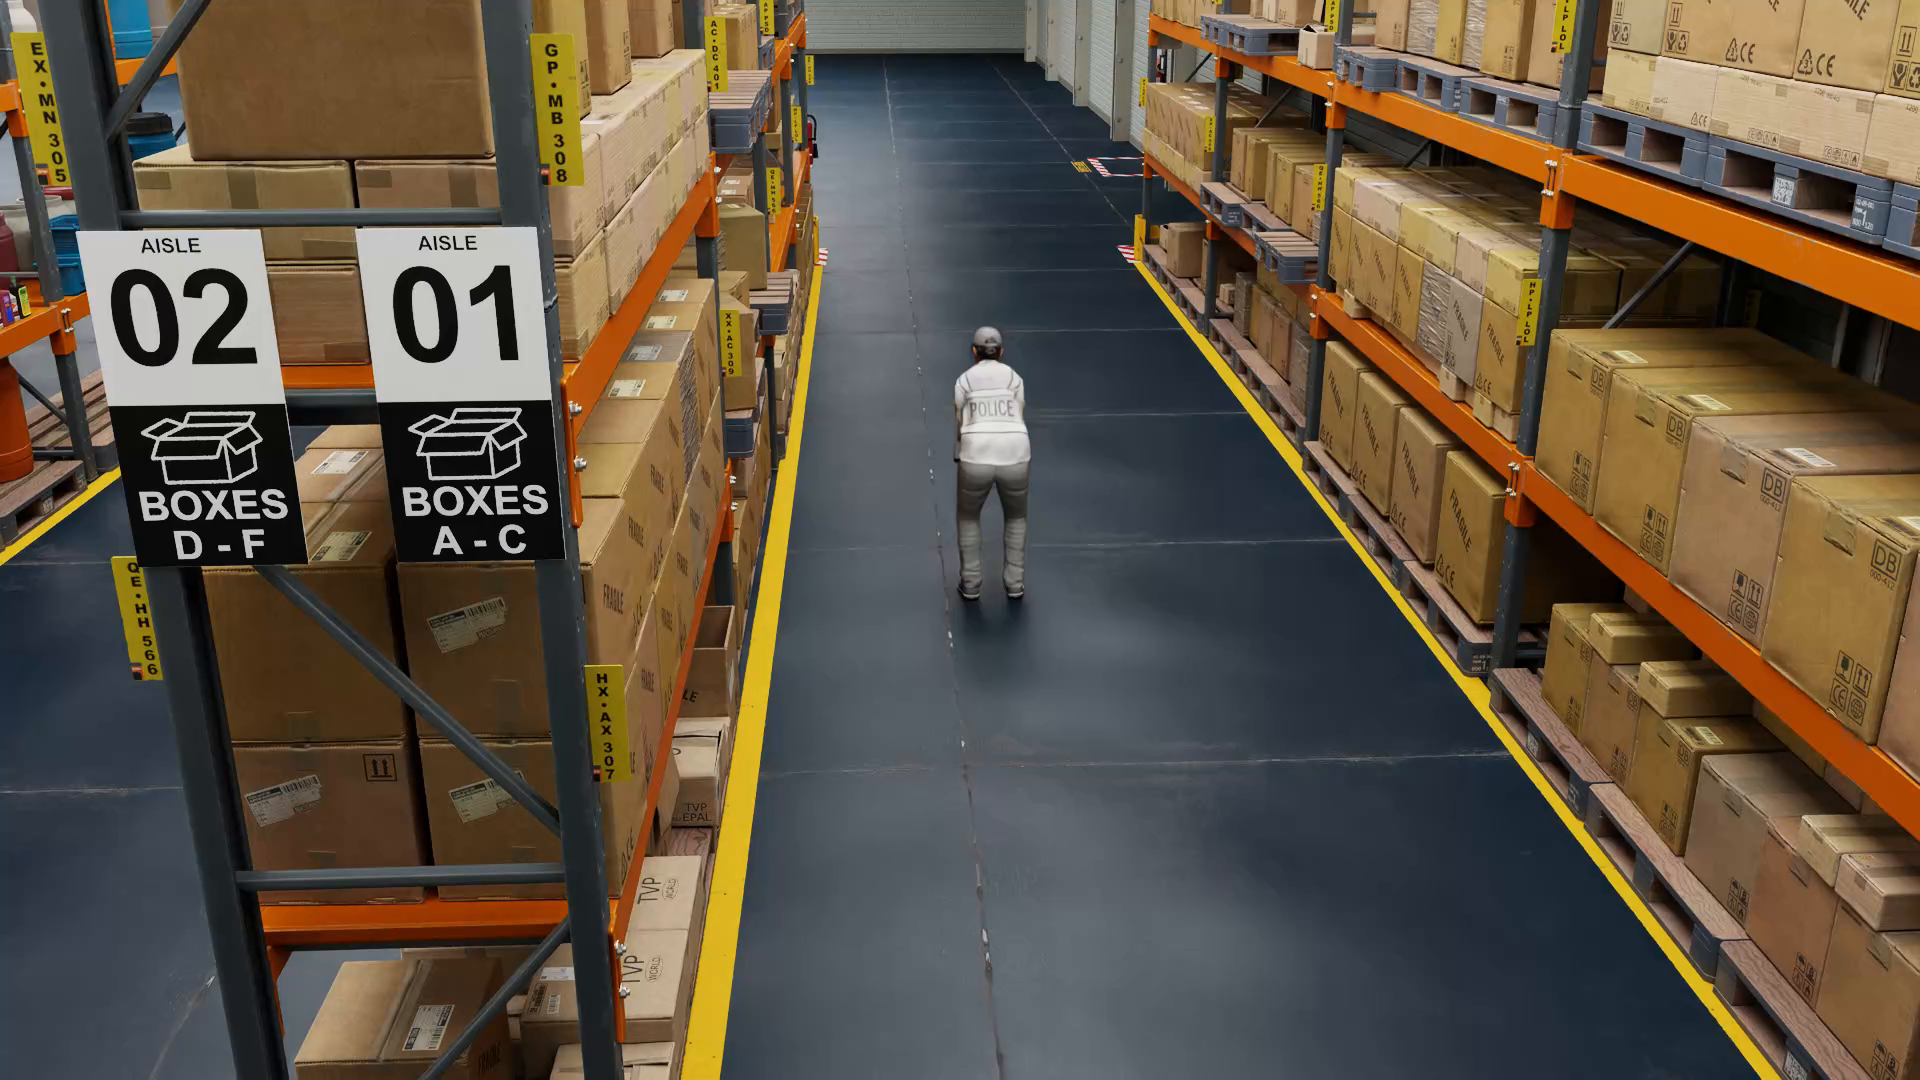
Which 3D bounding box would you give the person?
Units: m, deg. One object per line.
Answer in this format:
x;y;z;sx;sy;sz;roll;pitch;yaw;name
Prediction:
0.170;-0.493;9.792;0.523;1.598;0.469;-2;21;-6;person
